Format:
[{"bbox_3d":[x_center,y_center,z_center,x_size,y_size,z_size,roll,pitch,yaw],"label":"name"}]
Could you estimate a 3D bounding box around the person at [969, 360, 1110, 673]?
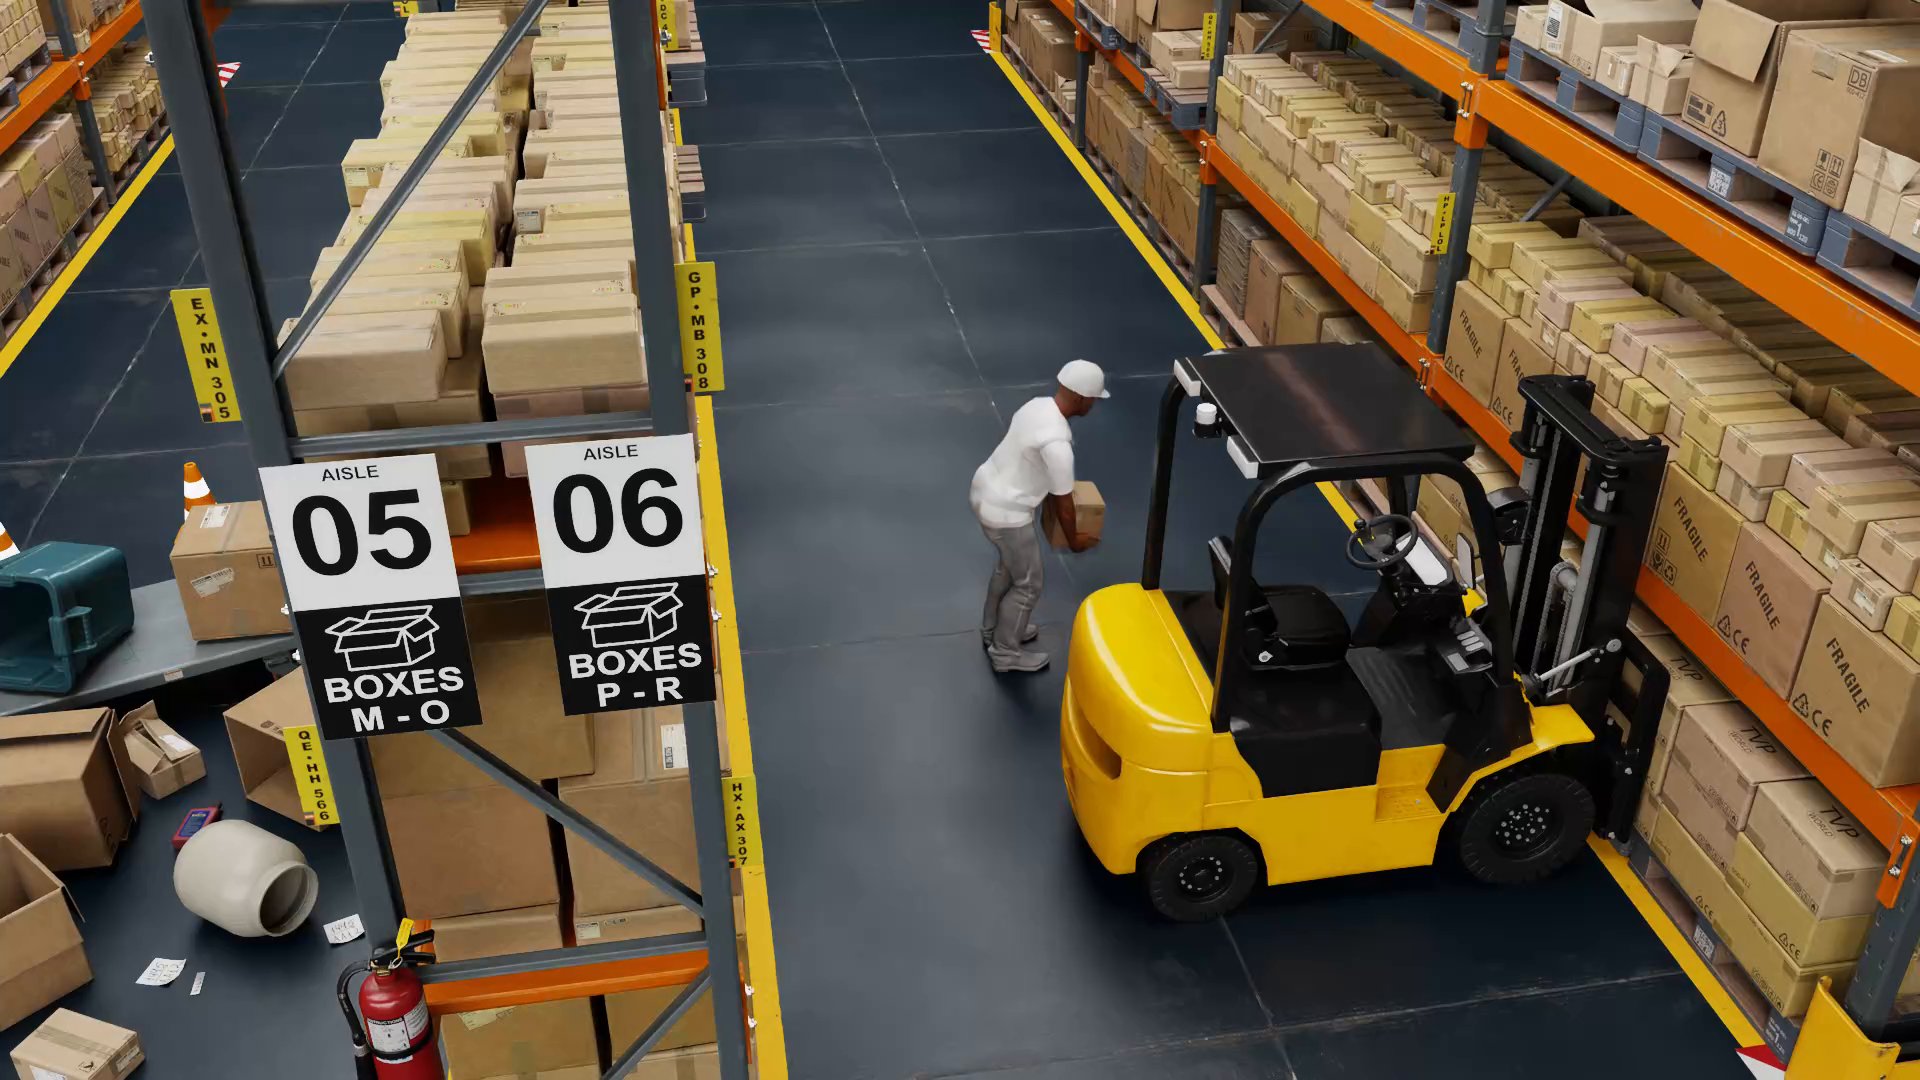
[{"bbox_3d":[0.400,-0.138,8.454,0.695,1.656,0.483,-6,31,-10],"label":"person"}]
